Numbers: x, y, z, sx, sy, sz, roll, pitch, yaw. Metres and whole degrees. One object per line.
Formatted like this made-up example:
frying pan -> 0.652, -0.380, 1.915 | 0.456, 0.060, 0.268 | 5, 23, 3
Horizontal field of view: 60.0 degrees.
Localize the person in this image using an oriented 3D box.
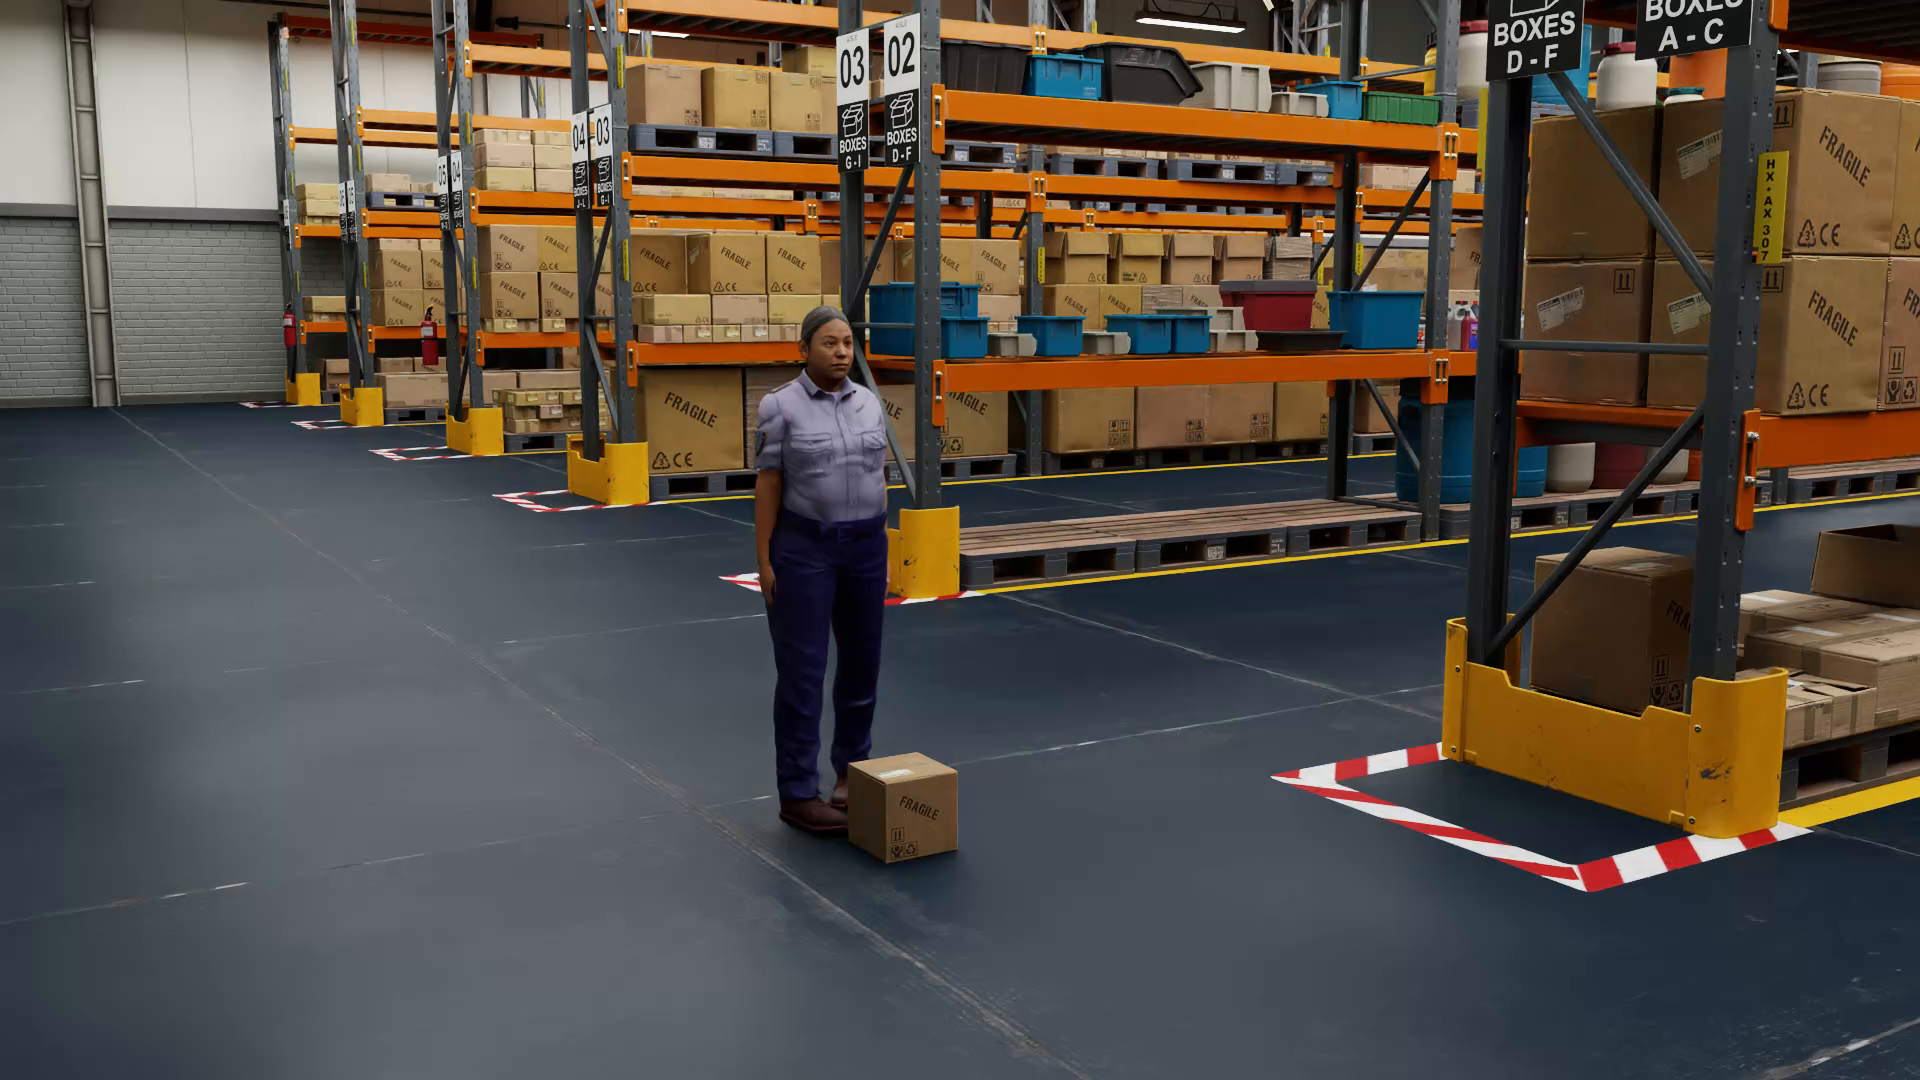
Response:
person -> -0.398, 0.082, 5.349 | 0.477, 1.656, 0.502 | -5, 10, -31
